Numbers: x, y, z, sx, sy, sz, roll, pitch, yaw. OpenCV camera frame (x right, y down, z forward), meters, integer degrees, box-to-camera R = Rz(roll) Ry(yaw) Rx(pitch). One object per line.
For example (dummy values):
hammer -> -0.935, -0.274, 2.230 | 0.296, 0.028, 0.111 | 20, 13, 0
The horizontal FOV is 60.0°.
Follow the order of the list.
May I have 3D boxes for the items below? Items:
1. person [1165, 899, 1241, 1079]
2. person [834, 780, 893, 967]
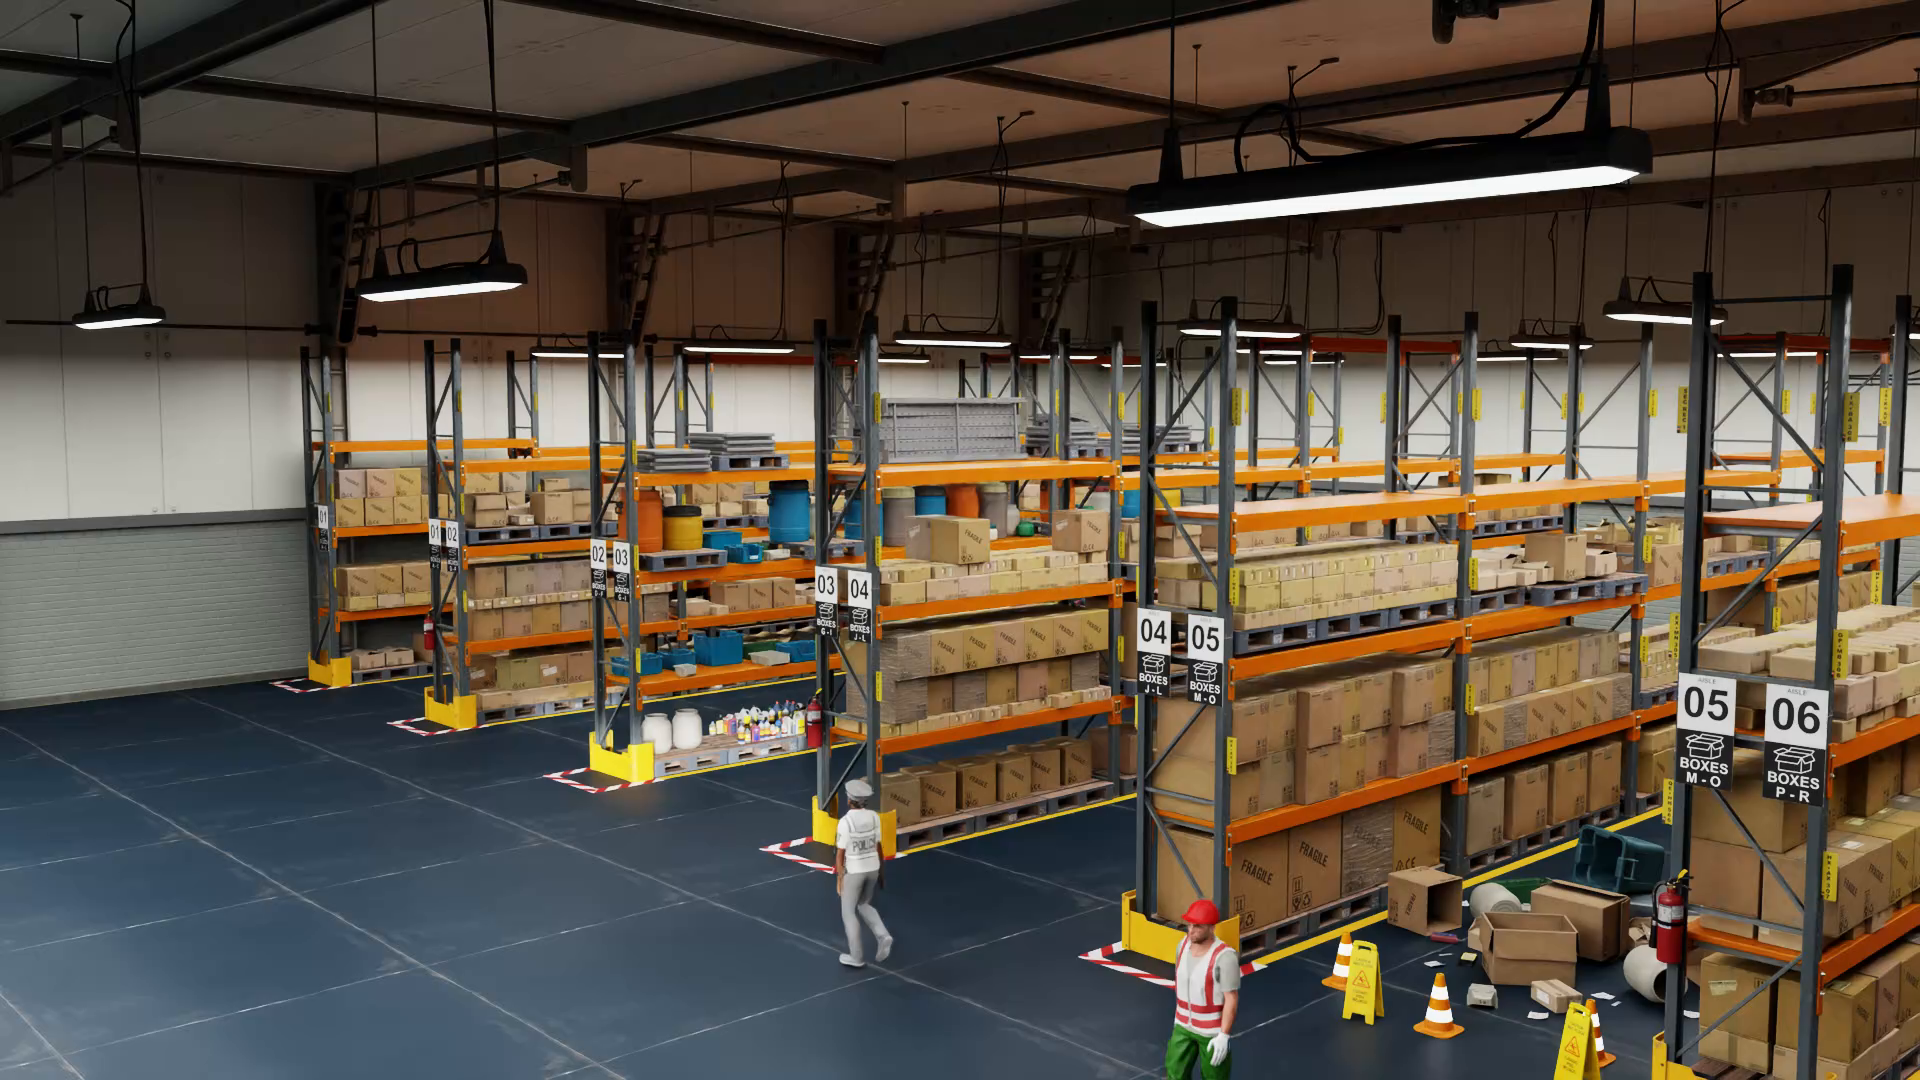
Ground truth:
person -> 1.625, 3.317, 11.132 | 0.528, 1.850, 0.590 | -5, 7, -43
person -> -0.879, 2.996, 14.916 | 0.502, 1.678, 0.448 | 4, 7, 41
